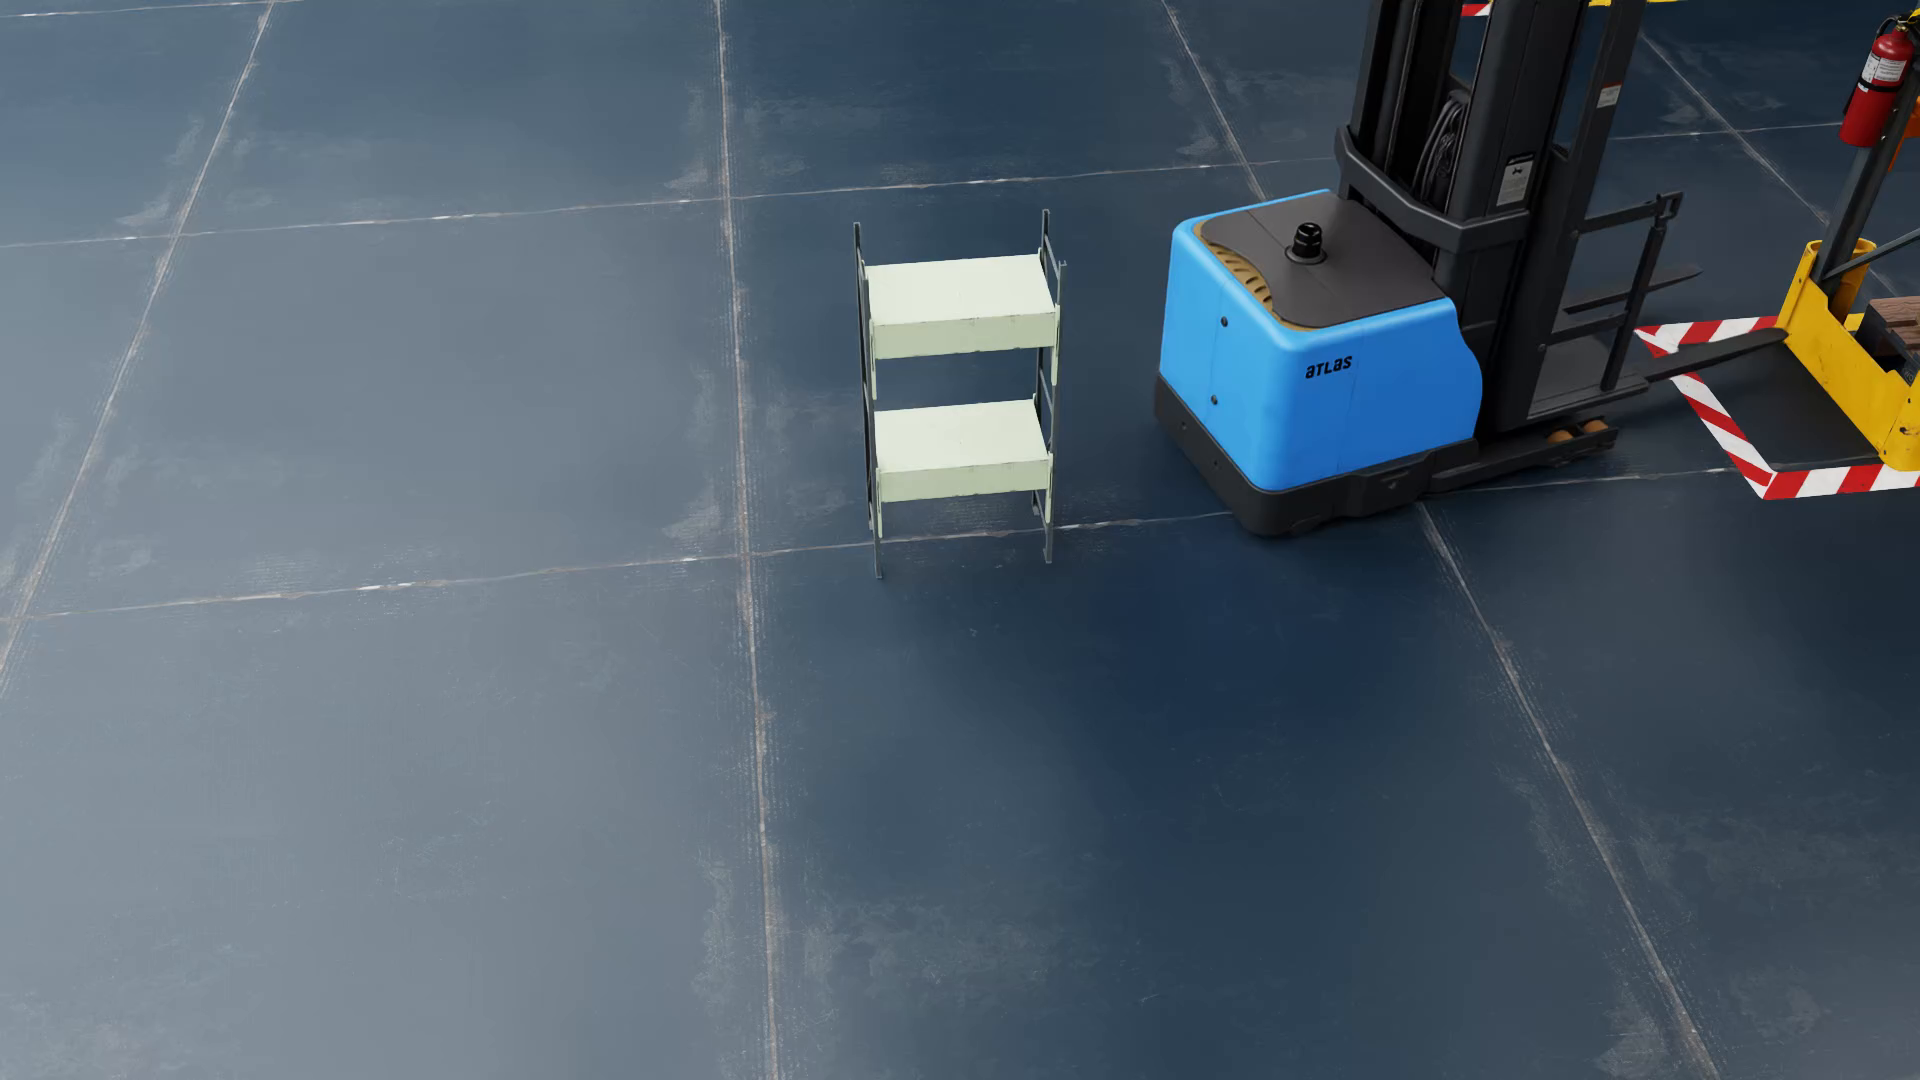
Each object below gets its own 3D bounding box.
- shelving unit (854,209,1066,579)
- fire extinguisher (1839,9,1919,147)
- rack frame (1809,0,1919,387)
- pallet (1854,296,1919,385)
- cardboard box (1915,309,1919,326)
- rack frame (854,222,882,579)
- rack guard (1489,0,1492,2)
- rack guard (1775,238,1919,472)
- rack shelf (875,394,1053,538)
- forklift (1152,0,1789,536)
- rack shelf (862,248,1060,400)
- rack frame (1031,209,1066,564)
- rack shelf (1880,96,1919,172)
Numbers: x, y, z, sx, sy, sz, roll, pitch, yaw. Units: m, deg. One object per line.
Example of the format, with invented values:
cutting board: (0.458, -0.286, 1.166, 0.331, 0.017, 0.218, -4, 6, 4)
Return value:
shelving unit: (-0.007, -0.556, 6.747, 0.755, 1.500, 0.431, -5, 42, -6)
fire extinguisher: (4.106, -2.085, 7.380, 0.183, 0.674, 0.296, -5, 42, -6)
rack frame: (4.279, -1.817, 7.025, 0.127, 3.000, 1.000, -5, 42, -6)
pallet: (5.164, -0.836, 8.019, 1.213, 0.211, 1.003, -5, 42, -6)
cardboard box: (4.900, -1.088, 7.770, 0.500, 0.500, 0.500, 2, 42, 2)
rack frame: (-0.370, -0.525, 6.712, 0.023, 1.500, 0.400, -5, 42, -6)
rack guard: (3.706, -4.216, 11.551, 0.348, 0.500, 1.175, -5, 42, -6)
rack guard: (4.354, -0.896, 7.870, 0.348, 0.500, 1.175, -5, 42, -6)
rack shelf: (-0.007, -0.314, 6.965, 0.720, 0.370, 0.431, -5, 42, -6)
forklift: (2.472, -1.738, 6.988, 3.031, 2.935, 1.130, -15, 44, -16)
rack shelf: (-0.007, -0.846, 6.486, 0.720, 0.370, 0.431, -5, 42, -6)
rack frame: (0.356, -0.588, 6.782, 0.023, 1.500, 0.400, -5, 42, -6)
rack shelf: (6.262, -1.724, 7.459, 4.000, 0.370, 1.077, -5, 42, -6)
